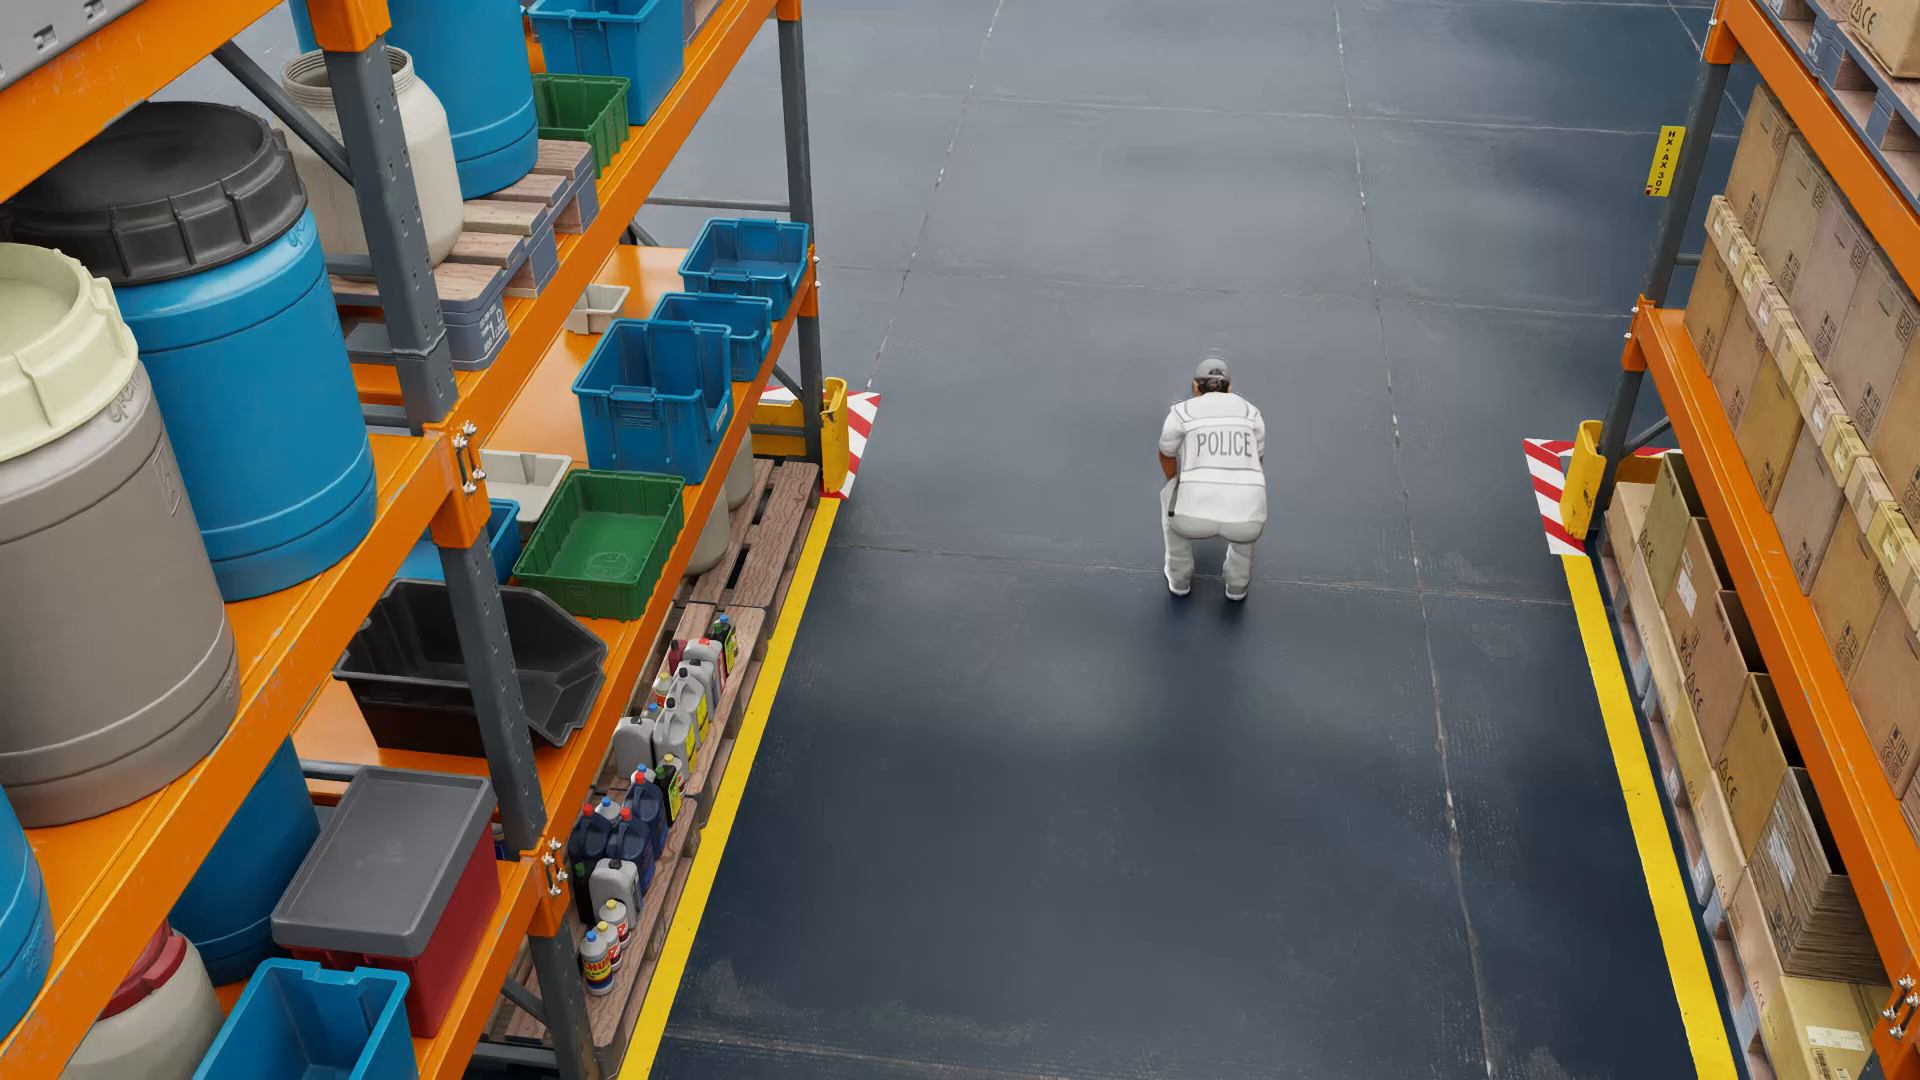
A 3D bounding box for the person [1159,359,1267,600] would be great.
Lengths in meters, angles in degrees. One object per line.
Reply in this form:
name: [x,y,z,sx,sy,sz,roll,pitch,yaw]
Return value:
person: [1.203,-0.257,7.934,0.527,1.021,0.836,4,37,6]
